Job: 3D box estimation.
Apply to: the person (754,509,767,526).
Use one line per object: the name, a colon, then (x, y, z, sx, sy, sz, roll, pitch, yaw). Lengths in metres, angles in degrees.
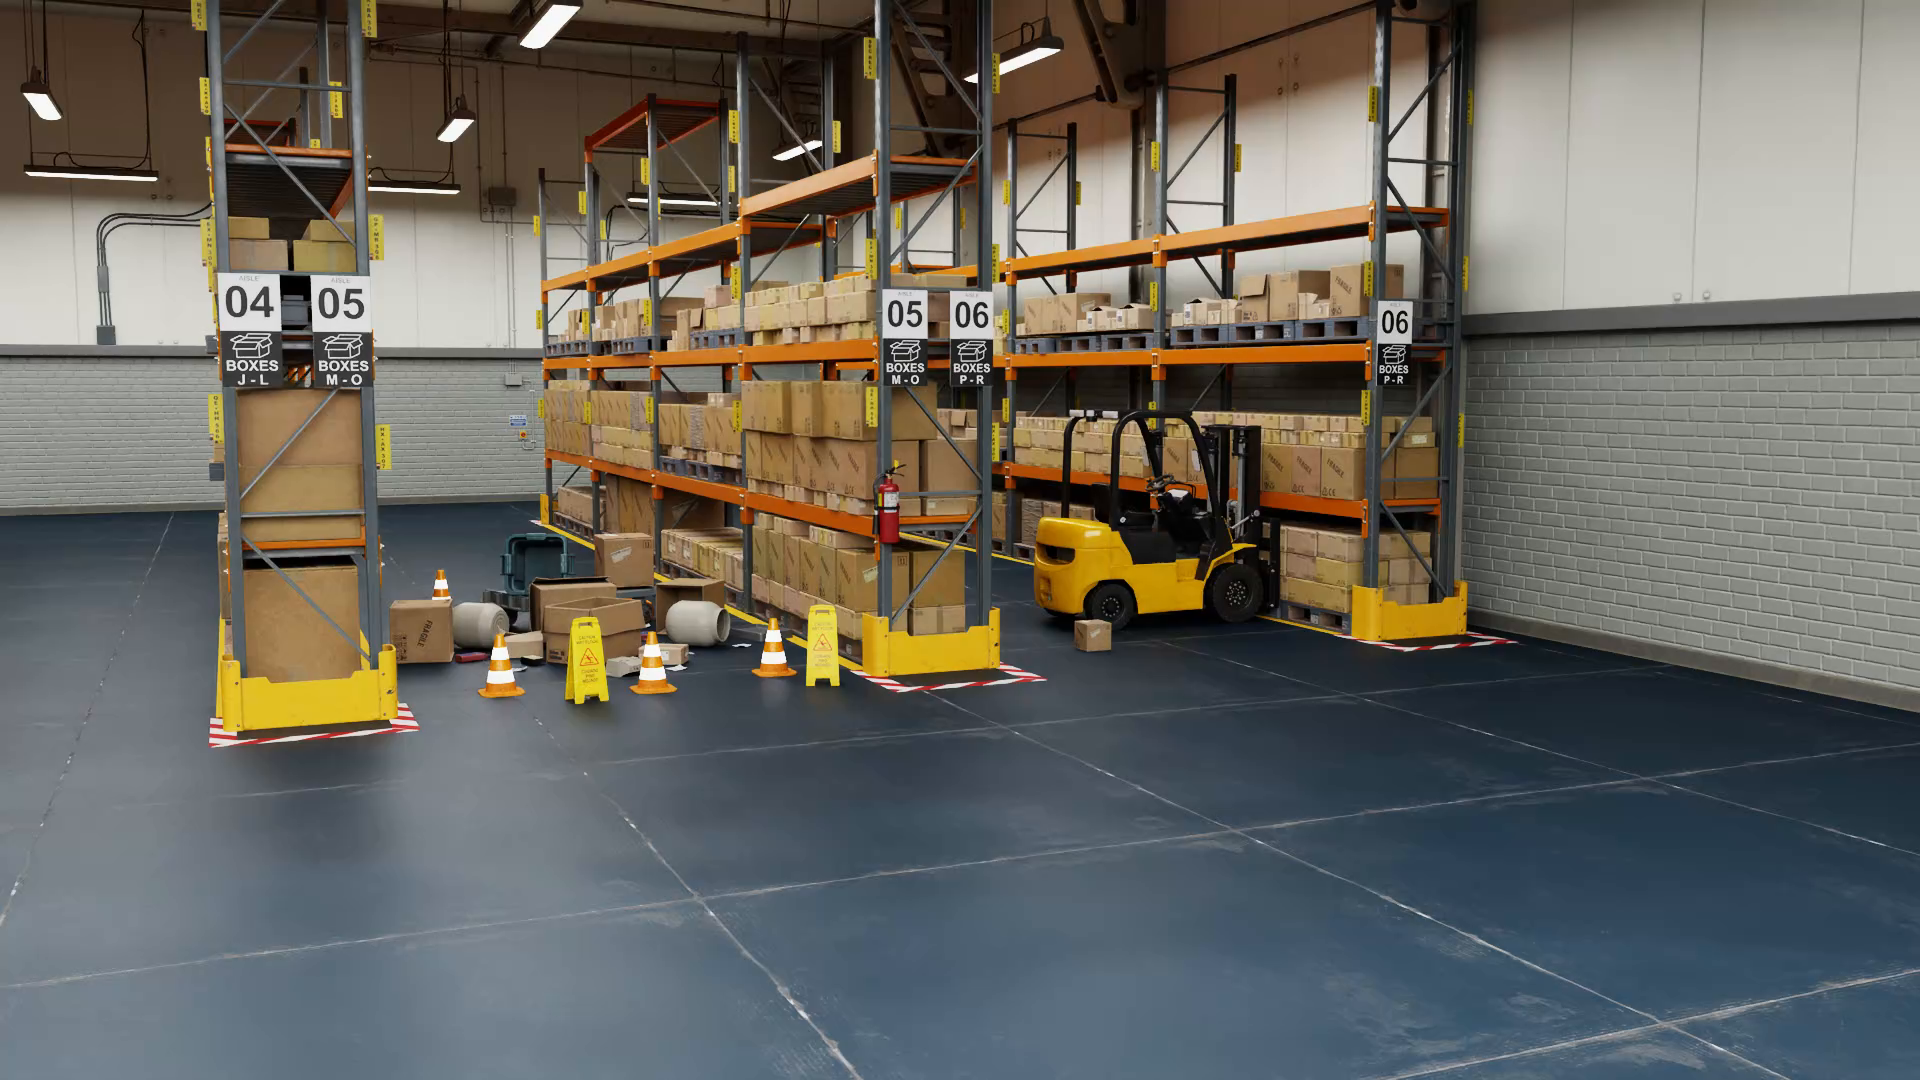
person: (-2.991, -0.767, 24.622, 0.446, 1.679, 0.632, -2, 6, -23)
